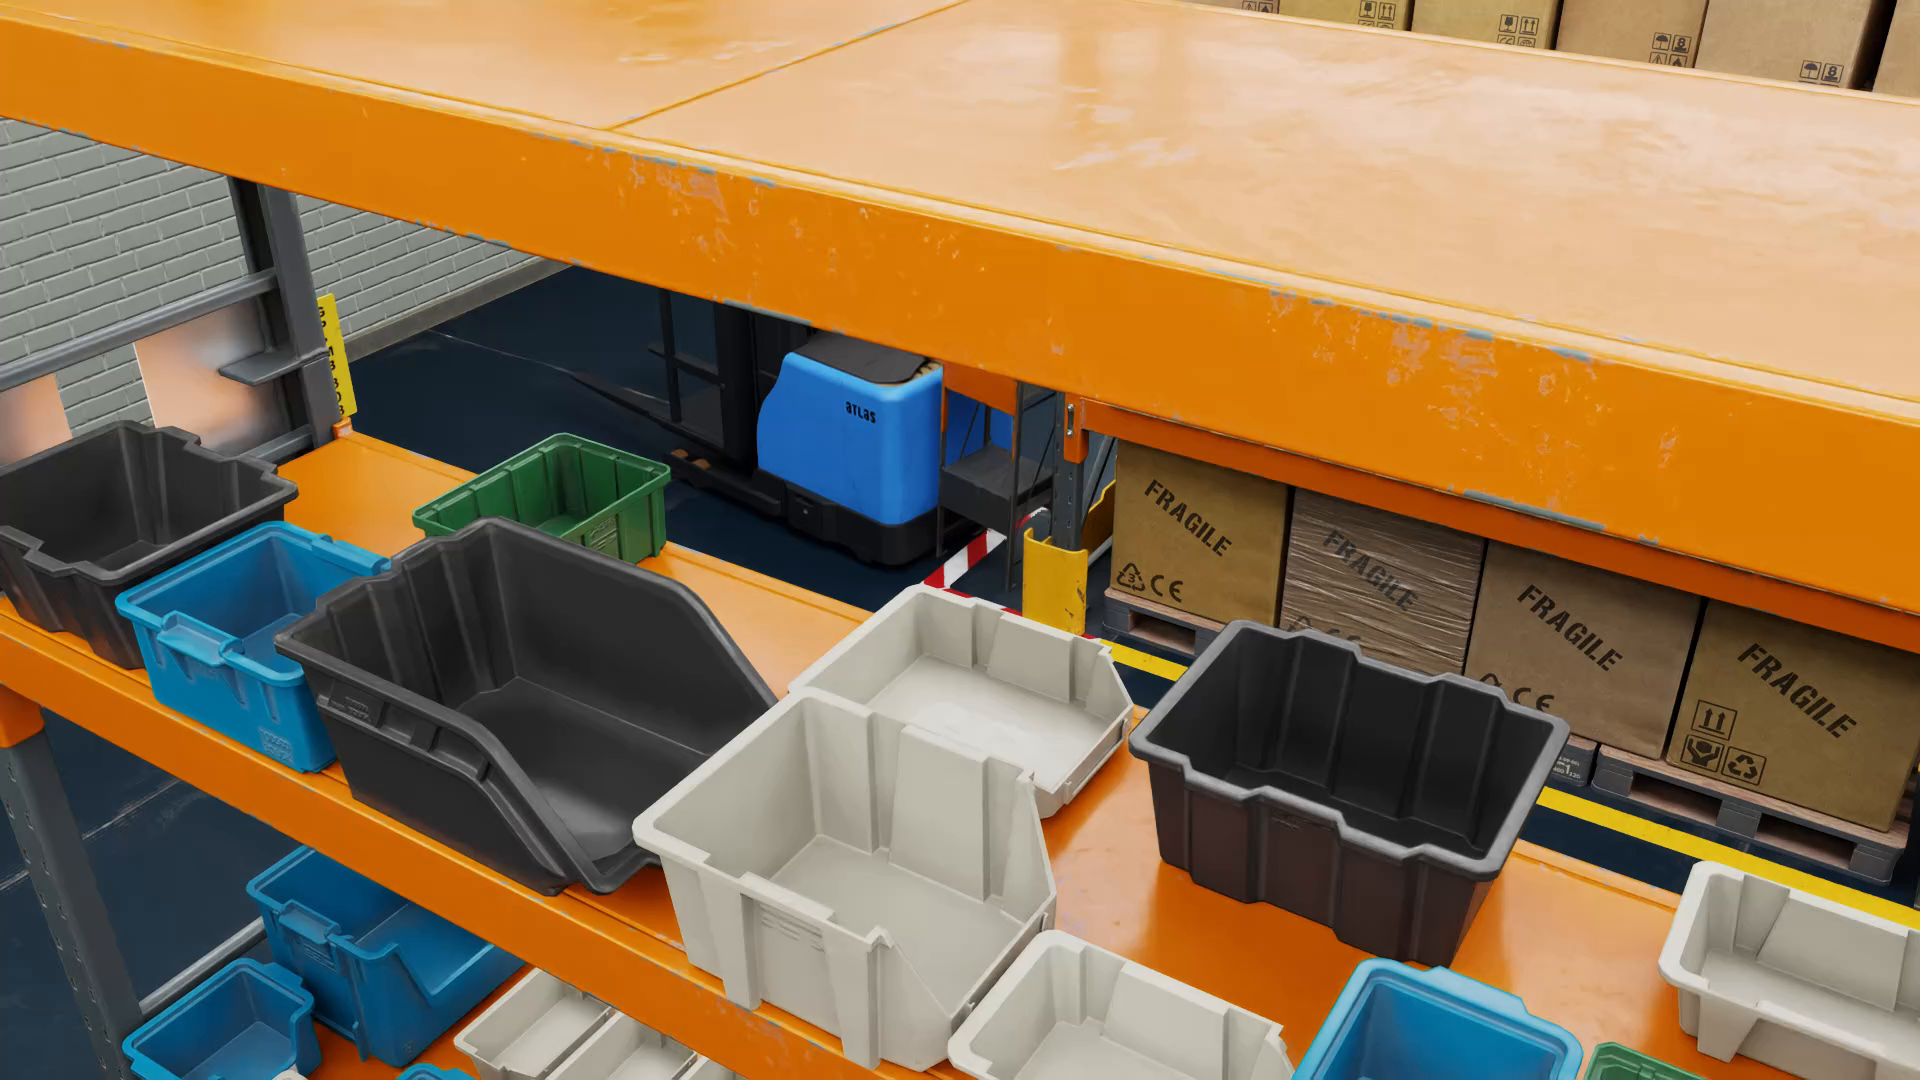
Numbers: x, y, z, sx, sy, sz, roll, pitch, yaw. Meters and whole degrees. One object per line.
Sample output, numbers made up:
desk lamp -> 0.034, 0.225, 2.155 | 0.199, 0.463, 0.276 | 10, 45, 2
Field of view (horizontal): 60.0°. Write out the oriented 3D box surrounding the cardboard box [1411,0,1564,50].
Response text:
cardboard box -> 2.116, -2.203, 6.457 | 0.500, 0.500, 0.700 | 15, 34, 24

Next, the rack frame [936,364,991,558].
rack frame -> 0.041, -0.872, 8.617 | 0.015, 2.100, 0.400 | 26, 39, 33

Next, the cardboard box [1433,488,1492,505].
cardboard box -> 2.199, -0.320, 7.071 | 0.250, 0.149, 0.380 | 17, 34, 26

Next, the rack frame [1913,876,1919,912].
rack frame -> 4.158, -0.004, 6.280 | 0.127, 3.000, 1.000 | 18, 35, 27

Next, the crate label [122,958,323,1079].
crate label -> -1.829, 1.291, 4.166 | 0.303, 0.233, 0.416 | 18, 35, 27

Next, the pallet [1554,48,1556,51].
pallet -> 2.442, -1.812, 6.491 | 1.213, 0.211, 1.003 | 18, 35, 27

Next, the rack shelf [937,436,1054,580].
rack shelf -> 0.202, -0.177, 8.862 | 0.480, 0.518, 0.431 | 26, 39, 33

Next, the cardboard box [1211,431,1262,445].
cardboard box -> 1.331, -0.595, 7.542 | 0.250, 0.149, 0.380 | 17, 34, 26

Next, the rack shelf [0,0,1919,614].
rack shelf -> -0.169, -0.534, 2.346 | 4.000, 0.370, 1.077 | 18, 35, 27

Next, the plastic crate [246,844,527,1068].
plastic crate -> -1.480, 1.007, 4.453 | 0.499, 0.435, 0.616 | 18, 35, 27

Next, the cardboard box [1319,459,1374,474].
cardboard box -> 1.767, -0.457, 7.306 | 0.250, 0.149, 0.380 | 17, 34, 26

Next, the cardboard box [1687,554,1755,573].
cardboard box -> 3.073, -0.044, 6.598 | 0.250, 0.149, 0.380 | 18, 35, 28

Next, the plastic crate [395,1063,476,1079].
plastic crate -> -1.271, 1.468, 3.864 | 0.300, 0.233, 0.416 | 18, 35, 27

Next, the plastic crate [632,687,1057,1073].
plastic crate -> -0.150, 0.519, 2.524 | 0.530, 0.282, 0.437 | 18, 35, 27

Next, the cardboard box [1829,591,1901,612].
cardboard box -> 3.507, 0.094, 6.362 | 0.250, 0.149, 0.380 | 18, 35, 28

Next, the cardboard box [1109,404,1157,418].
cardboard box -> 0.896, -0.731, 7.776 | 0.250, 0.149, 0.380 | 18, 35, 28

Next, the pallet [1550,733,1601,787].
pallet -> 2.518, 0.637, 7.949 | 1.213, 0.211, 1.003 | 18, 35, 27

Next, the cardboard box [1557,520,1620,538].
cardboard box -> 2.637, -0.182, 6.834 | 0.250, 0.149, 0.380 | 17, 34, 27

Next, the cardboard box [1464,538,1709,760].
cardboard box -> 2.880, 0.280, 7.485 | 0.875, 0.875, 0.875 | 18, 35, 27

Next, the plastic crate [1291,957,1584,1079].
plastic crate -> 0.584, 0.779, 2.128 | 0.300, 0.233, 0.416 | 18, 35, 27

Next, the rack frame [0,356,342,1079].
rack frame -> -1.863, 1.038, 4.494 | 0.127, 3.000, 1.000 | 18, 35, 27

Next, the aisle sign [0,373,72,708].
aisle sign -> -2.082, 0.023, 3.654 | 0.004, 0.787, 0.394 | 18, 35, 27

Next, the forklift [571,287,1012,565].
forklift -> -1.132, -1.749, 9.340 | 3.031, 2.935, 1.130 | 24, 38, 35

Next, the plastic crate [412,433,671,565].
plastic crate -> -0.875, -0.024, 3.547 | 0.336, 0.188, 0.450 | 18, 35, 27

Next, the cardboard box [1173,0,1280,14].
cardboard box -> 1.239, -2.523, 7.006 | 0.500, 0.500, 0.700 | 15, 34, 24

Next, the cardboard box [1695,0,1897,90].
cardboard box -> 3.010, -1.898, 5.934 | 0.500, 0.500, 0.700 | 19, 35, 30

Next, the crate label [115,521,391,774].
crate label -> -1.253, 0.192, 3.115 | 0.502, 0.251, 0.408 | 18, 35, 27

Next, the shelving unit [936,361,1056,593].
shelving unit -> 0.227, -0.783, 8.486 | 0.503, 2.100, 0.431 | 26, 39, 33

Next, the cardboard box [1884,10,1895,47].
cardboard box -> 5.472, -2.987, 10.007 | 0.500, 0.500, 0.500 | 19, 35, 29

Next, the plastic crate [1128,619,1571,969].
plastic crate -> 0.619, 0.421, 2.705 | 0.590, 0.269, 0.497 | 18, 35, 27

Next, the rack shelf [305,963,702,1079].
rack shelf -> -0.169, 1.885, 3.757 | 4.000, 0.370, 1.077 | 18, 35, 27

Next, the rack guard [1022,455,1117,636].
rack guard -> 0.750, -0.002, 8.758 | 0.348, 0.500, 1.175 | 18, 35, 27

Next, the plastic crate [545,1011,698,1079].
plastic crate -> -0.838, 1.351, 4.159 | 0.243, 0.136, 0.396 | 18, 35, 27

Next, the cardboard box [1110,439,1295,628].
cardboard box -> 1.355, -0.202, 8.311 | 0.875, 0.875, 0.875 | 18, 35, 27
